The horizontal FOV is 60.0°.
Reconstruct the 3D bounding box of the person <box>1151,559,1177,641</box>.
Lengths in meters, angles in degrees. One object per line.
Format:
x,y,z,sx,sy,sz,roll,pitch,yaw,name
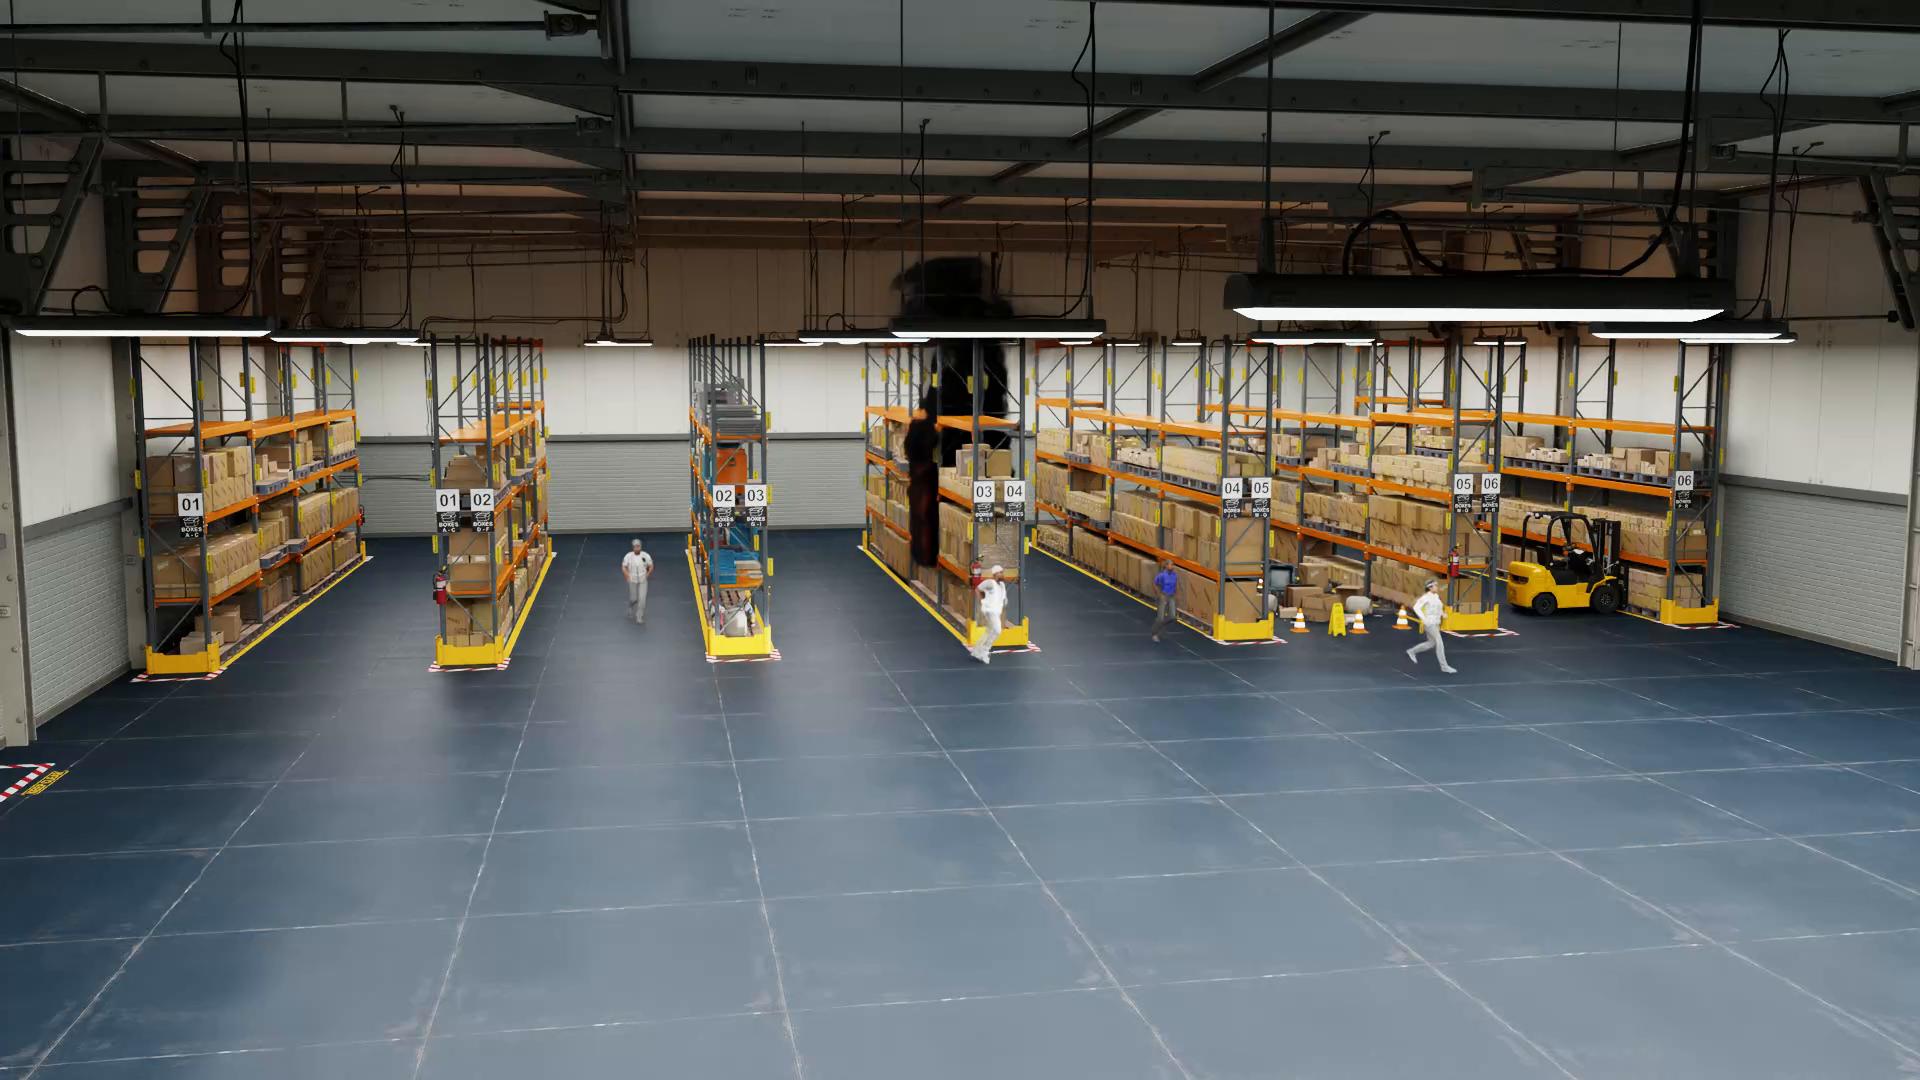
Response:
4.098,1.185,32.830,0.632,1.601,0.501,-3,7,-27,person

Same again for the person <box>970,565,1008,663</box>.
0.578,1.356,30.710,0.661,1.776,0.736,3,7,28,person

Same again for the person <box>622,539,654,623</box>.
-6.777,0.851,35.071,0.653,1.758,0.647,-2,7,-14,person

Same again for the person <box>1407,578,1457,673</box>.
8.408,1.500,29.595,0.954,1.653,0.645,5,8,36,person

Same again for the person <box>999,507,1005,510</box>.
1.207,-0.451,47.095,0.550,1.590,0.779,-1,7,-13,person
